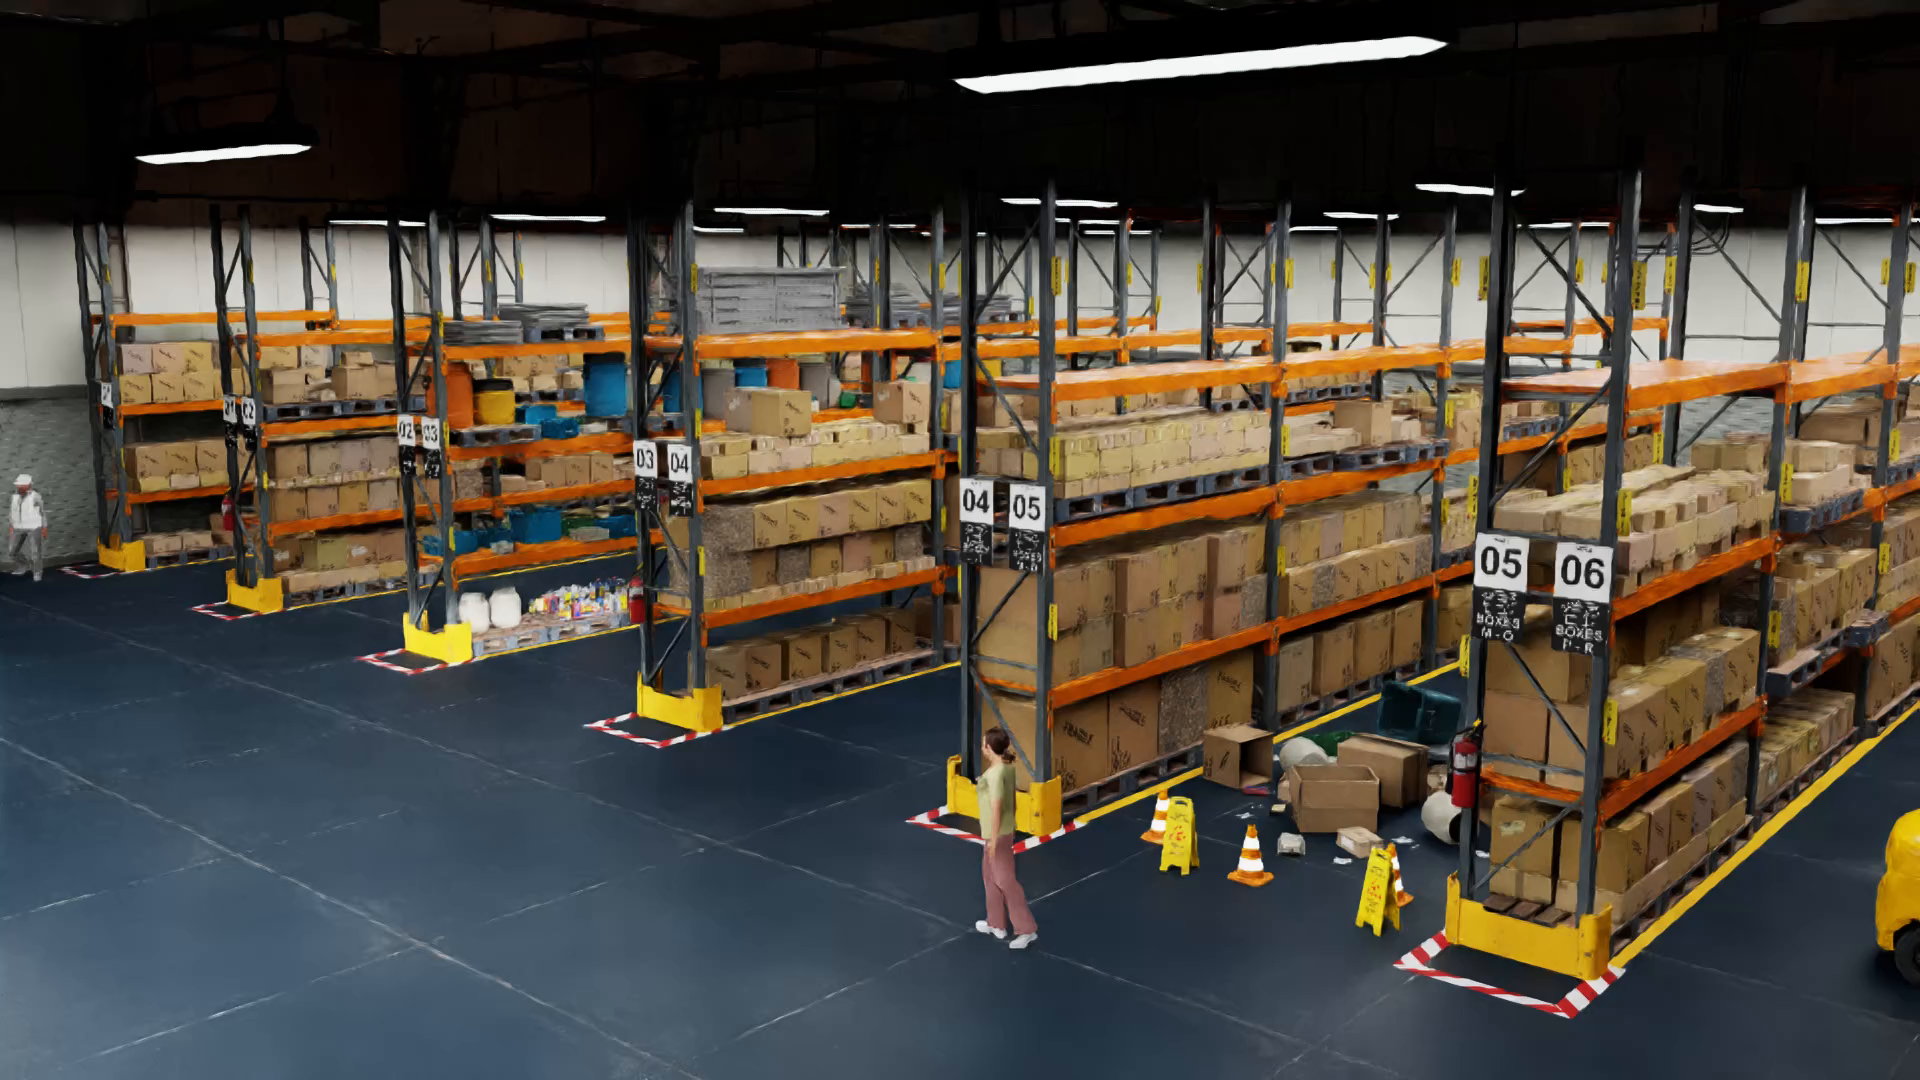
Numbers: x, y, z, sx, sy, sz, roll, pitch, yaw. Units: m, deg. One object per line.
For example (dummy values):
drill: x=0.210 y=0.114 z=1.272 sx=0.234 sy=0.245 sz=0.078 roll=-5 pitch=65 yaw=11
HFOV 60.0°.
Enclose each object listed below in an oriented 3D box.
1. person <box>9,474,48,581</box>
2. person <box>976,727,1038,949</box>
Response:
person: x=-15.302 y=-0.219 z=27.229 sx=0.690 sy=1.761 sz=0.514 roll=0 pitch=9 yaw=1
person: x=0.355 y=2.242 z=12.761 sx=0.537 sy=1.631 sz=0.516 roll=2 pitch=10 yaw=14
